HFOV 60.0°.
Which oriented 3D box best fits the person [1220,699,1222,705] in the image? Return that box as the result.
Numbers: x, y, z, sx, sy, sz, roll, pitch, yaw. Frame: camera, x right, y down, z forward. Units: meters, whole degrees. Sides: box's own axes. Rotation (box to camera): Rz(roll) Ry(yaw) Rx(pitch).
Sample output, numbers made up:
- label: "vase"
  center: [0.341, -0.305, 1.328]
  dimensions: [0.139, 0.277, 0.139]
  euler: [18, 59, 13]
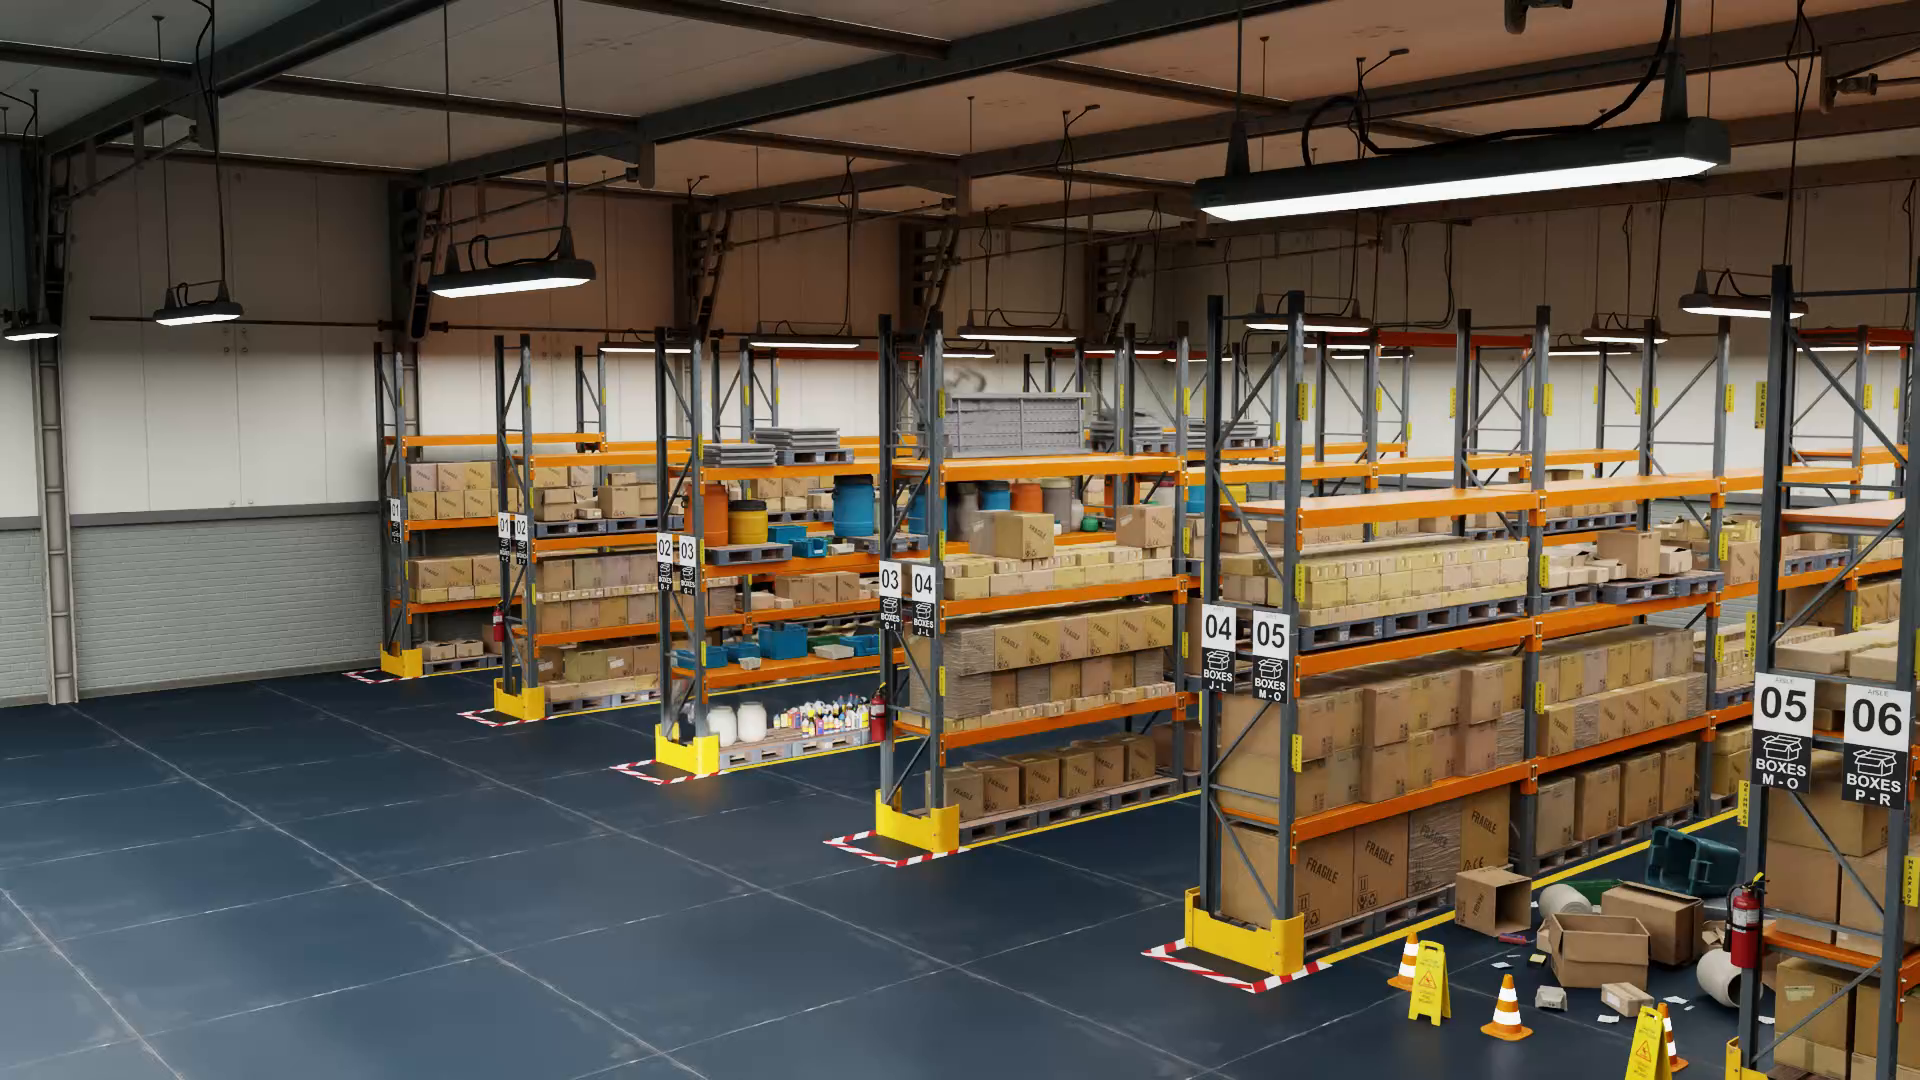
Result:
- label: "person"
  center: [4.034, 2.033, 24.903]
  dimensions: [0.569, 1.721, 0.674]
  euler: [-4, 7, -39]

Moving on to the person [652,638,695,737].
- label: "person"
  center: [-4.225, 2.185, 24.497]
  dimensions: [0.638, 1.550, 0.566]
  euler: [-4, 7, -41]

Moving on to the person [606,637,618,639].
- label: "person"
  center: [-6.087, 1.687, 29.160]
  dimensions: [0.611, 1.649, 0.569]
  euler: [5, 7, 44]
